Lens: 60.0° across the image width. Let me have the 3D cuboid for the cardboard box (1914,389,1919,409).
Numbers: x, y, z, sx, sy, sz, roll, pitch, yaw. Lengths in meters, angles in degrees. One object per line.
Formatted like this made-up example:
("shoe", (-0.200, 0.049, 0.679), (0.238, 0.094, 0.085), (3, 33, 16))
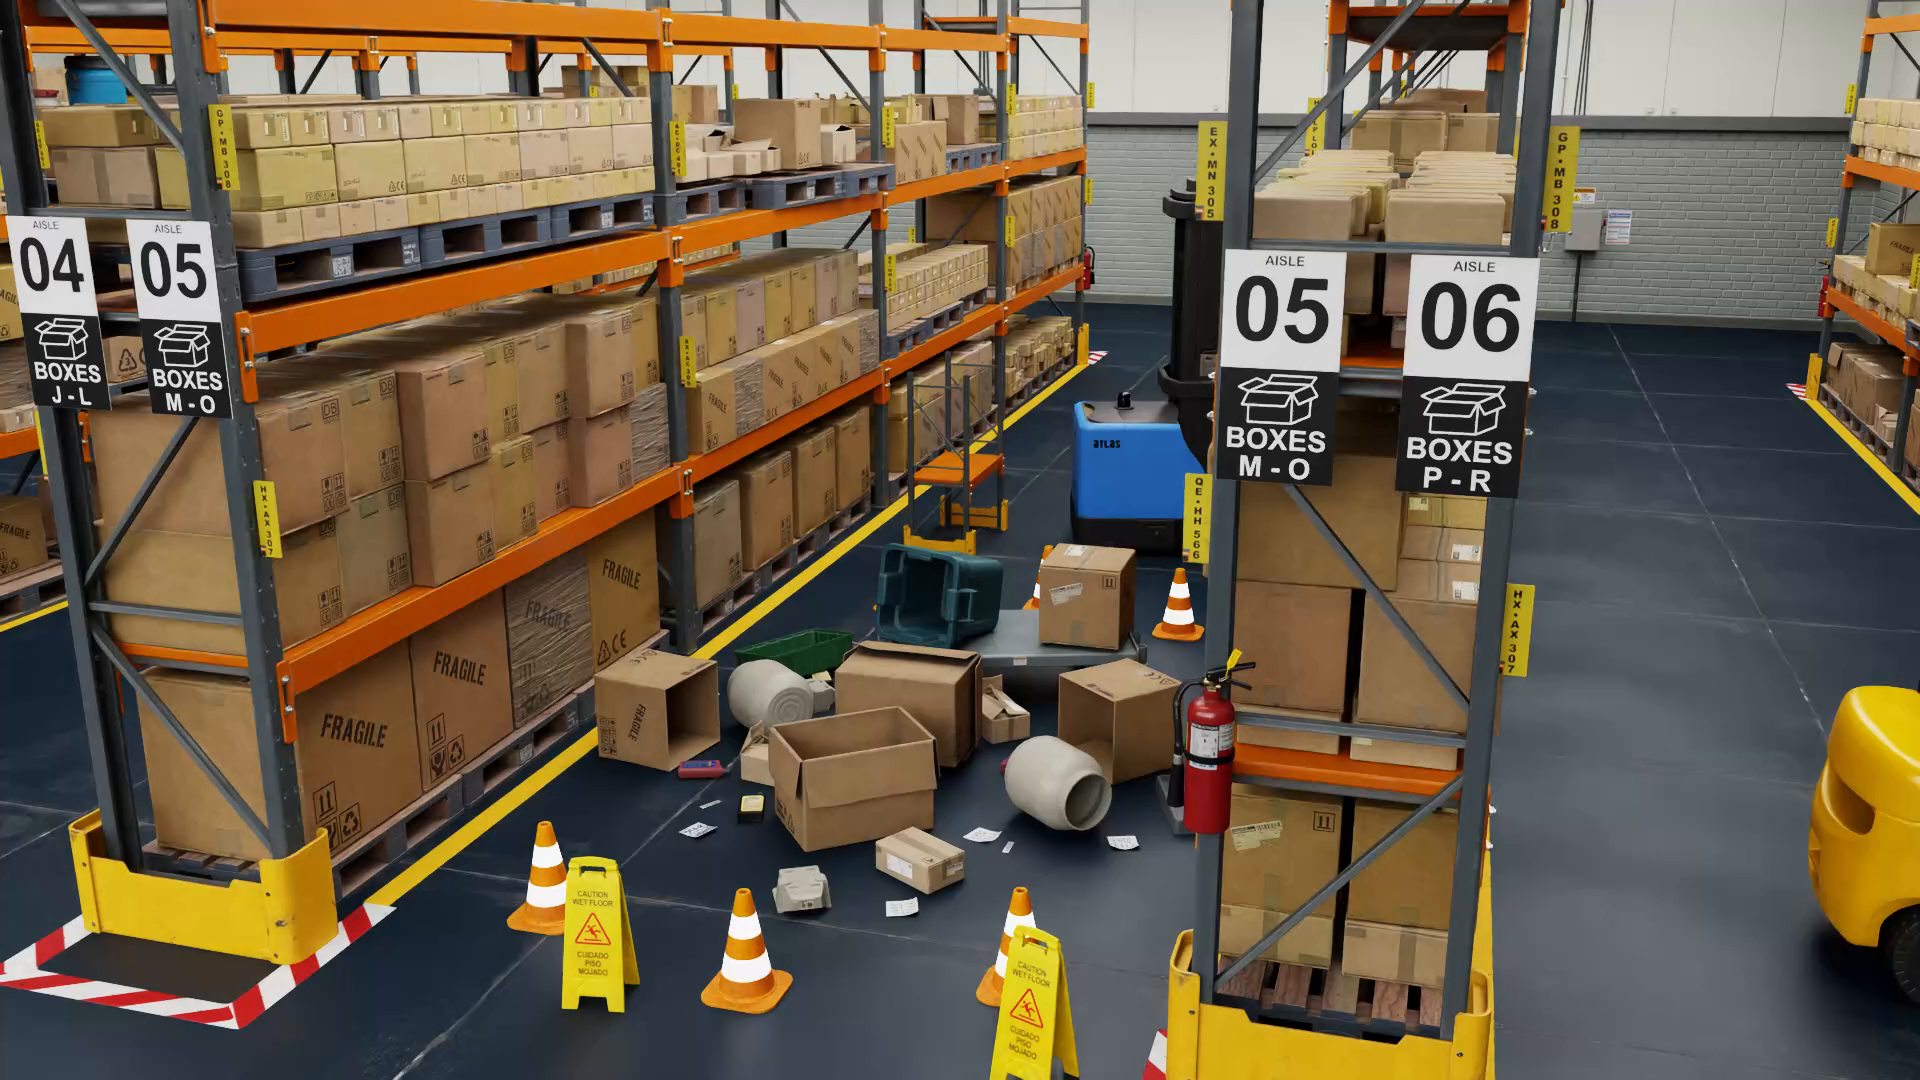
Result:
("cardboard box", (9.184, -1.312, 15.581), (0.380, 0.149, 0.250), (5, 17, 19))

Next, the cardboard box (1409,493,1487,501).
("cardboard box", (2.196, -0.015, 7.656), (0.500, 0.500, 0.500), (4, 16, 15))

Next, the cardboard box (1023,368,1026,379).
("cardboard box", (0.581, -1.998, 19.832), (0.380, 0.149, 0.250), (4, 16, 13))

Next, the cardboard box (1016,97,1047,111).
("cardboard box", (0.802, -5.085, 19.393), (0.380, 0.149, 0.250), (4, 16, 14))

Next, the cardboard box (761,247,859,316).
("cardboard box", (-1.268, -2.181, 14.007), (0.700, 0.500, 0.500), (5, 16, 16))

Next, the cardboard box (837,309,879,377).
("cardboard box", (-1.001, -1.678, 14.066), (0.500, 0.500, 0.500), (5, 16, 16))

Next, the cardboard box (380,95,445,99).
("cardboard box", (-5.592, -4.271, 16.940), (0.500, 0.500, 0.500), (6, 17, 19))

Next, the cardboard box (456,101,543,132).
("cardboard box", (-2.425, -2.228, 8.735), (0.380, 0.149, 0.250), (4, 16, 15))

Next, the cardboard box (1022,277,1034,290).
("cardboard box", (0.645, -3.022, 19.447), (0.380, 0.149, 0.250), (5, 17, 17))

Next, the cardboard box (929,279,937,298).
("cardboard box", (-0.436, -2.441, 16.084), (0.380, 0.149, 0.250), (4, 16, 15))

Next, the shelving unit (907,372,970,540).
("shelving unit", (-0.033, -0.691, 13.517), (0.500, 1.500, 0.985), (5, 16, 16))

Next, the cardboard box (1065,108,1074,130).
("cardboard box", (1.112, -5.199, 20.524), (0.500, 0.250, 0.500), (4, 16, 14))

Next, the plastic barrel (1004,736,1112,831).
("plastic barrel", (0.506, 1.263, 8.600), (0.421, 0.421, 0.512), (-10, 19, -32))

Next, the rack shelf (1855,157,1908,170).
("rack shelf", (10.109, -3.788, 17.151), (0.919, 0.124, 3.809), (5, 16, 16))

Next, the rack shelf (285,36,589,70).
("rack shelf", (-5.289, -5.051, 17.196), (1.077, 0.370, 4.000), (5, 16, 16))

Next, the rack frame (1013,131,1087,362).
("rack frame", (1.143, -3.862, 21.947), (1.000, 3.000, 0.127), (5, 16, 16))

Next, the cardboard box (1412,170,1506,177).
("cardboard box", (2.130, -1.497, 7.112), (0.380, 0.149, 0.250), (5, 17, 17))

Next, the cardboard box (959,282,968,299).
("cardboard box", (-0.134, -2.579, 17.114), (0.380, 0.149, 0.250), (4, 16, 13))

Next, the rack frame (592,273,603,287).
("rack frame", (-4.721, -3.226, 19.707), (1.000, 3.000, 0.127), (5, 16, 16))

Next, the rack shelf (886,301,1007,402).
("rack shelf", (-0.562, -1.946, 16.511), (1.077, 0.370, 4.000), (5, 16, 16))

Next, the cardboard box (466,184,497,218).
("cardboard box", (-2.569, -1.710, 8.371), (0.380, 0.149, 0.250), (5, 17, 16))

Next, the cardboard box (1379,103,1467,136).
("cardboard box", (3.606, -3.216, 13.216), (0.797, 0.503, 0.637), (4, 16, 12))

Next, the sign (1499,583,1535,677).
("sign", (1.891, 0.307, 5.663), (0.100, 0.325, 0.005), (5, 16, 16))

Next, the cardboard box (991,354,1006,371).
("cardboard box", (3.132, -2.979, 19.188), (5.477, 1.793, 3.094), (4, 16, 15))

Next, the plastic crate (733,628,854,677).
("plastic crate", (-1.061, 0.750, 10.736), (0.662, 0.188, 0.450), (-15, 11, -41))

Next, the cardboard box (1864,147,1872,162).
("cardboard box", (10.056, -4.184, 18.045), (0.380, 0.149, 0.250), (5, 17, 17))

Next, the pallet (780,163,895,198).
("pallet", (-1.263, -2.948, 13.576), (1.213, 0.211, 1.003), (5, 17, 18))

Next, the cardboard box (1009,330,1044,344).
("cardboard box", (0.819, -2.484, 20.453), (0.380, 0.149, 0.250), (4, 16, 14))

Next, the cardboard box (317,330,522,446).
("cardboard box", (-2.878, -0.797, 8.889), (0.875, 0.550, 0.500), (5, 16, 16))

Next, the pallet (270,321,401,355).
("pallet", (-5.958, -1.893, 15.357), (1.213, 0.211, 1.003), (5, 16, 16))

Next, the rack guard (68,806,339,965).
("rack guard", (-3.411, 1.533, 7.508), (1.175, 0.500, 0.348), (5, 16, 16))

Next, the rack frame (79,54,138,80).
("rack frame", (-13.081, -7.928, 25.290), (1.000, 3.000, 0.127), (5, 16, 16))

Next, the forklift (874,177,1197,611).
("forklift", (1.665, -1.216, 12.744), (4.586, 2.935, 2.622), (0, 16, 1))

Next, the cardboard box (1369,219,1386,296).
("cardboard box", (1.415, -1.118, 6.505), (0.500, 0.250, 0.500), (4, 16, 15))

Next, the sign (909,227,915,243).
("sign", (-0.516, -3.272, 18.281), (0.100, 0.325, 0.005), (5, 16, 16))

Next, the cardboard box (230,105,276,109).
("cardboard box", (-3.416, -1.946, 7.743), (0.380, 0.149, 0.250), (5, 17, 17))

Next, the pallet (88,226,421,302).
("pallet", (-3.203, -1.271, 7.479), (1.003, 0.211, 1.213), (5, 16, 16))

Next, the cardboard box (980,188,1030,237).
("cardboard box", (0.501, -3.723, 18.899), (0.500, 0.500, 0.500), (4, 16, 14))

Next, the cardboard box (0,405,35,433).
("cardboard box", (-6.854, -0.869, 11.856), (0.380, 0.149, 0.250), (5, 16, 16))

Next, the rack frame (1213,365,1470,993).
("rack frame", (1.374, 0.682, 5.928), (0.949, 2.616, 0.053), (5, 16, 16))

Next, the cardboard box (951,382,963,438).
("cardboard box", (-0.259, -1.333, 16.845), (0.500, 0.500, 0.500), (4, 16, 15))

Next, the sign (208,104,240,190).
("sign", (-2.874, -1.533, 6.492), (0.100, 0.325, 0.005), (5, 16, 16))

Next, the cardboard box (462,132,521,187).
("cardboard box", (-2.592, -1.942, 8.460), (0.500, 0.250, 0.500), (5, 16, 16))

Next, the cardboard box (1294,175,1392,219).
("cardboard box", (1.546, -1.394, 6.749), (0.380, 0.149, 0.250), (5, 16, 16))

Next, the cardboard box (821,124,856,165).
("cardboard box", (-1.140, -3.122, 13.054), (0.500, 0.311, 0.500), (5, 16, 16))

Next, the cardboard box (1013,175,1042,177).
("cardboard box", (0.761, -4.437, 21.415), (0.500, 0.500, 0.500), (5, 16, 16))

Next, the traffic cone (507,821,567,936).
("traffic cone", (-1.892, 1.516, 7.637), (0.336, 0.463, 0.334), (5, 16, 16))

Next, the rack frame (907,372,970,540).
("rack frame", (-0.169, -0.566, 13.077), (0.500, 1.500, 0.032), (5, 16, 16))

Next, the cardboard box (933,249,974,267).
("cardboard box", (-0.072, -2.925, 17.244), (0.380, 0.149, 0.250), (4, 16, 14))

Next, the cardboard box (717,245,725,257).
("cardboard box", (-3.442, -3.965, 22.772), (0.380, 0.149, 0.250), (5, 17, 16))

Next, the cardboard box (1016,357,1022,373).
("cardboard box", (0.516, -2.069, 19.537), (0.380, 0.149, 0.250), (4, 16, 13))
